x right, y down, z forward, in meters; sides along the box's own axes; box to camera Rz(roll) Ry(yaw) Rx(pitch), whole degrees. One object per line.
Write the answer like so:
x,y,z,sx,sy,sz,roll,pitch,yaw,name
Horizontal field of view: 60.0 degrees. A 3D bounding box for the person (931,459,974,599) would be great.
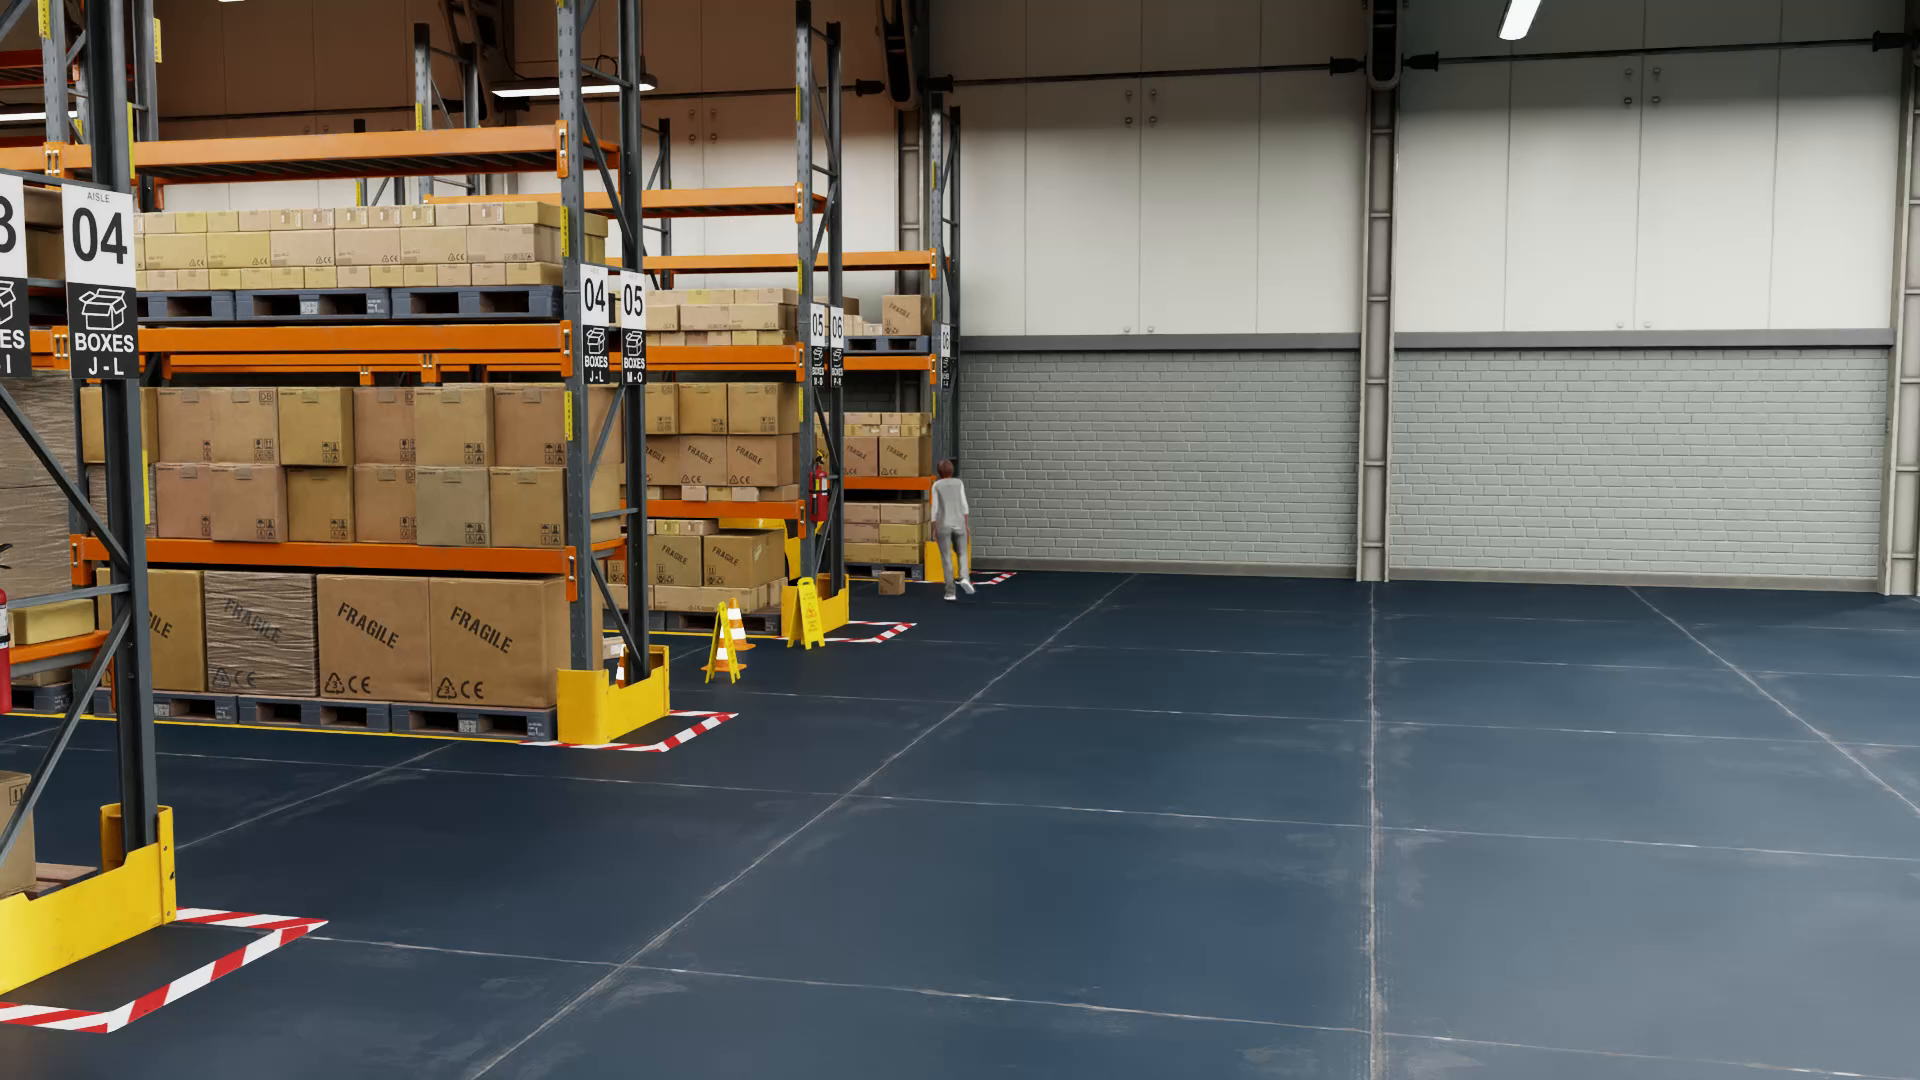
-0.086,-0.113,18.725,0.469,1.594,0.457,-1,5,-12,person
